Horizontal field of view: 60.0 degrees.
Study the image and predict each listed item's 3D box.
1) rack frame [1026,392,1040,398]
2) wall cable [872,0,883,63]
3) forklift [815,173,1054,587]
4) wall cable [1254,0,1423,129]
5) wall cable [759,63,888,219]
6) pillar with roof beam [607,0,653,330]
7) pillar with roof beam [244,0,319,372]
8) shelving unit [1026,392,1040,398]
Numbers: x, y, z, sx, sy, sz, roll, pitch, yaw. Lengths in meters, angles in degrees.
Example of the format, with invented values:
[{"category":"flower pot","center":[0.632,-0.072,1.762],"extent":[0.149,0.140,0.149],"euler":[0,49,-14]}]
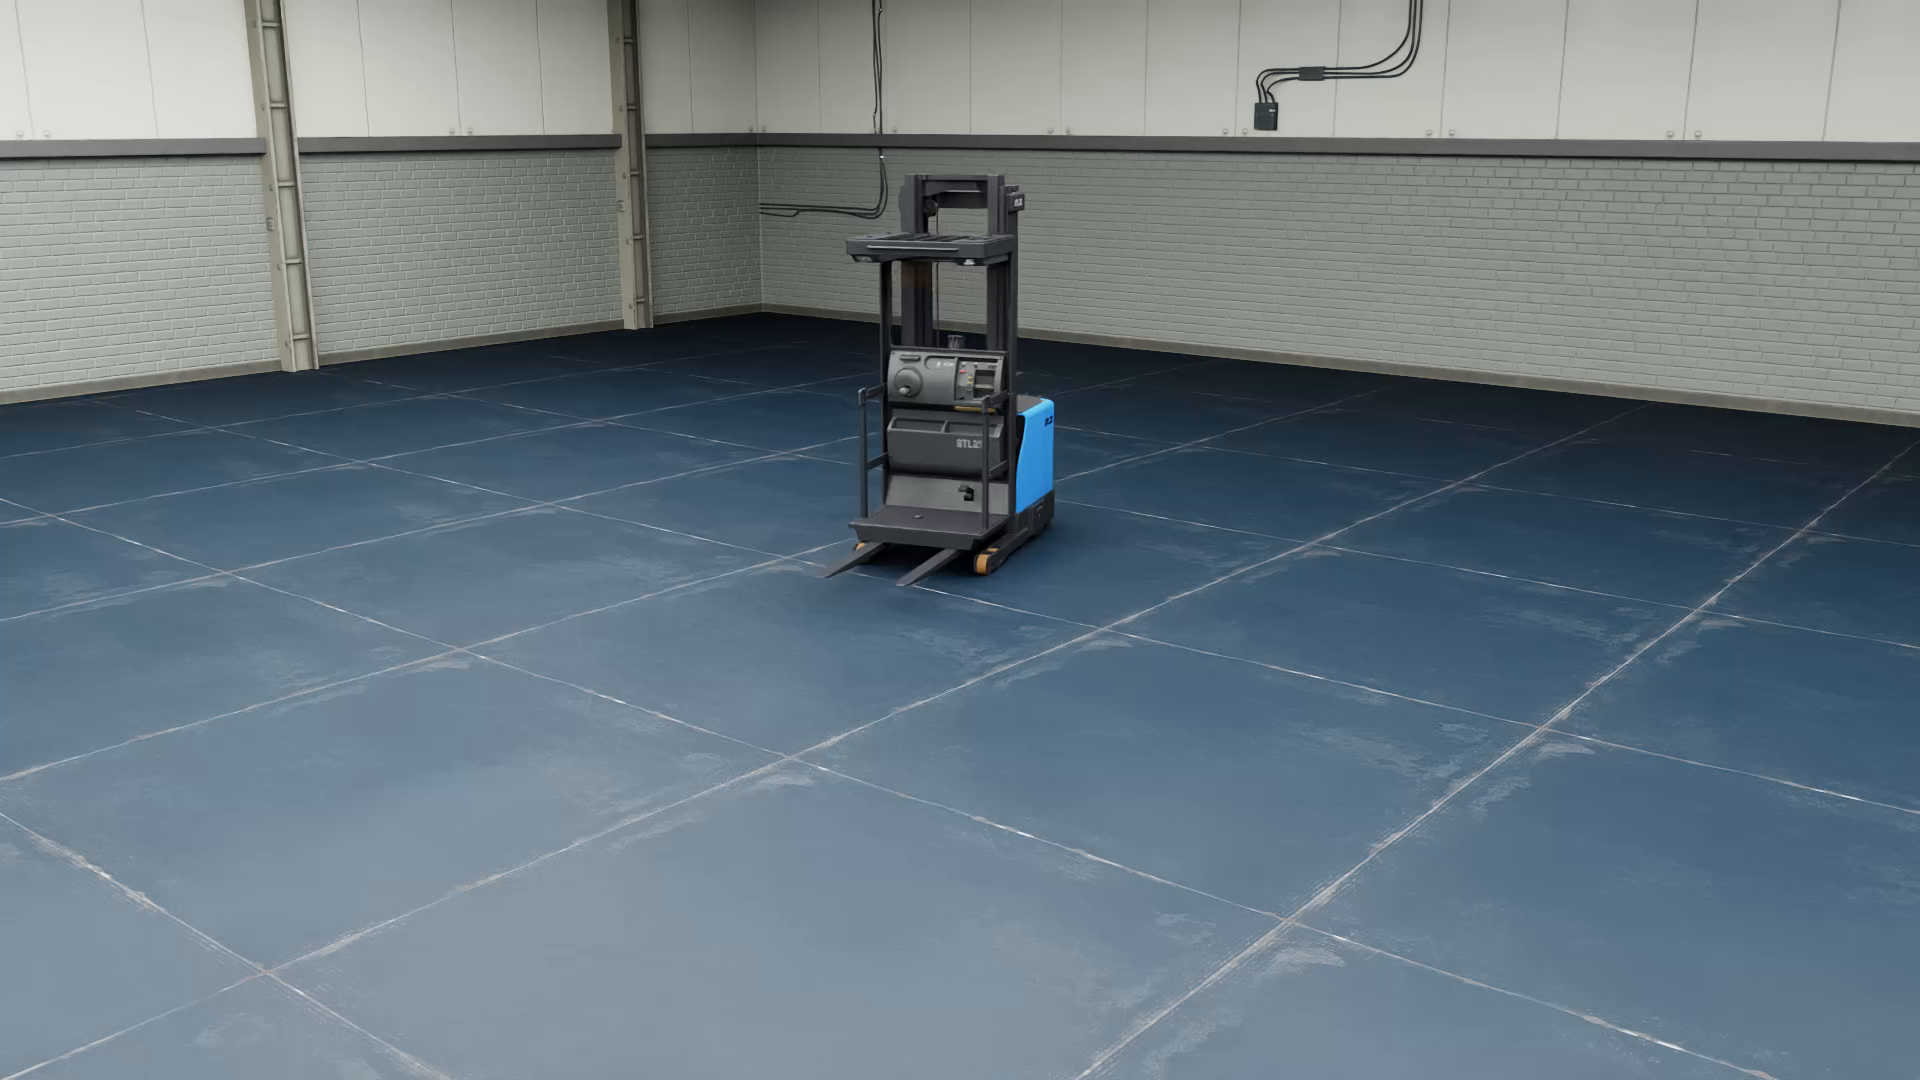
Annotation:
[{"category":"rack frame","center":[0.631,-0.749,14.436],"extent":[0.008,1.050,0.200],"euler":[-10,17,-33]},{"category":"wall cable","center":[-0.311,-8.737,25.790],"extent":[3.097,2.526,0.112],"euler":[11,18,38]},{"category":"forklift","center":[-0.184,-1.264,12.647],"extent":[1.130,2.935,3.031],"euler":[5,15,19]},{"category":"wall cable","center":[4.959,-8.389,21.464],"extent":[2.305,6.003,0.169],"euler":[11,18,38]},{"category":"wall cable","center":[-2.415,-6.708,28.060],"extent":[3.097,2.526,0.112],"euler":[11,18,38]},{"category":"pillar with roof beam","center":[-1.946,-7.188,23.640],"extent":[9.100,9.000,0.400],"euler":[11,18,38]},{"category":"pillar with roof beam","center":[-5.717,-6.039,19.117],"extent":[9.100,9.000,0.400],"euler":[11,18,38]},{"category":"shelving unit","center":[0.530,-0.732,14.370],"extent":[0.252,1.050,0.215],"euler":[-10,17,-33]}]
